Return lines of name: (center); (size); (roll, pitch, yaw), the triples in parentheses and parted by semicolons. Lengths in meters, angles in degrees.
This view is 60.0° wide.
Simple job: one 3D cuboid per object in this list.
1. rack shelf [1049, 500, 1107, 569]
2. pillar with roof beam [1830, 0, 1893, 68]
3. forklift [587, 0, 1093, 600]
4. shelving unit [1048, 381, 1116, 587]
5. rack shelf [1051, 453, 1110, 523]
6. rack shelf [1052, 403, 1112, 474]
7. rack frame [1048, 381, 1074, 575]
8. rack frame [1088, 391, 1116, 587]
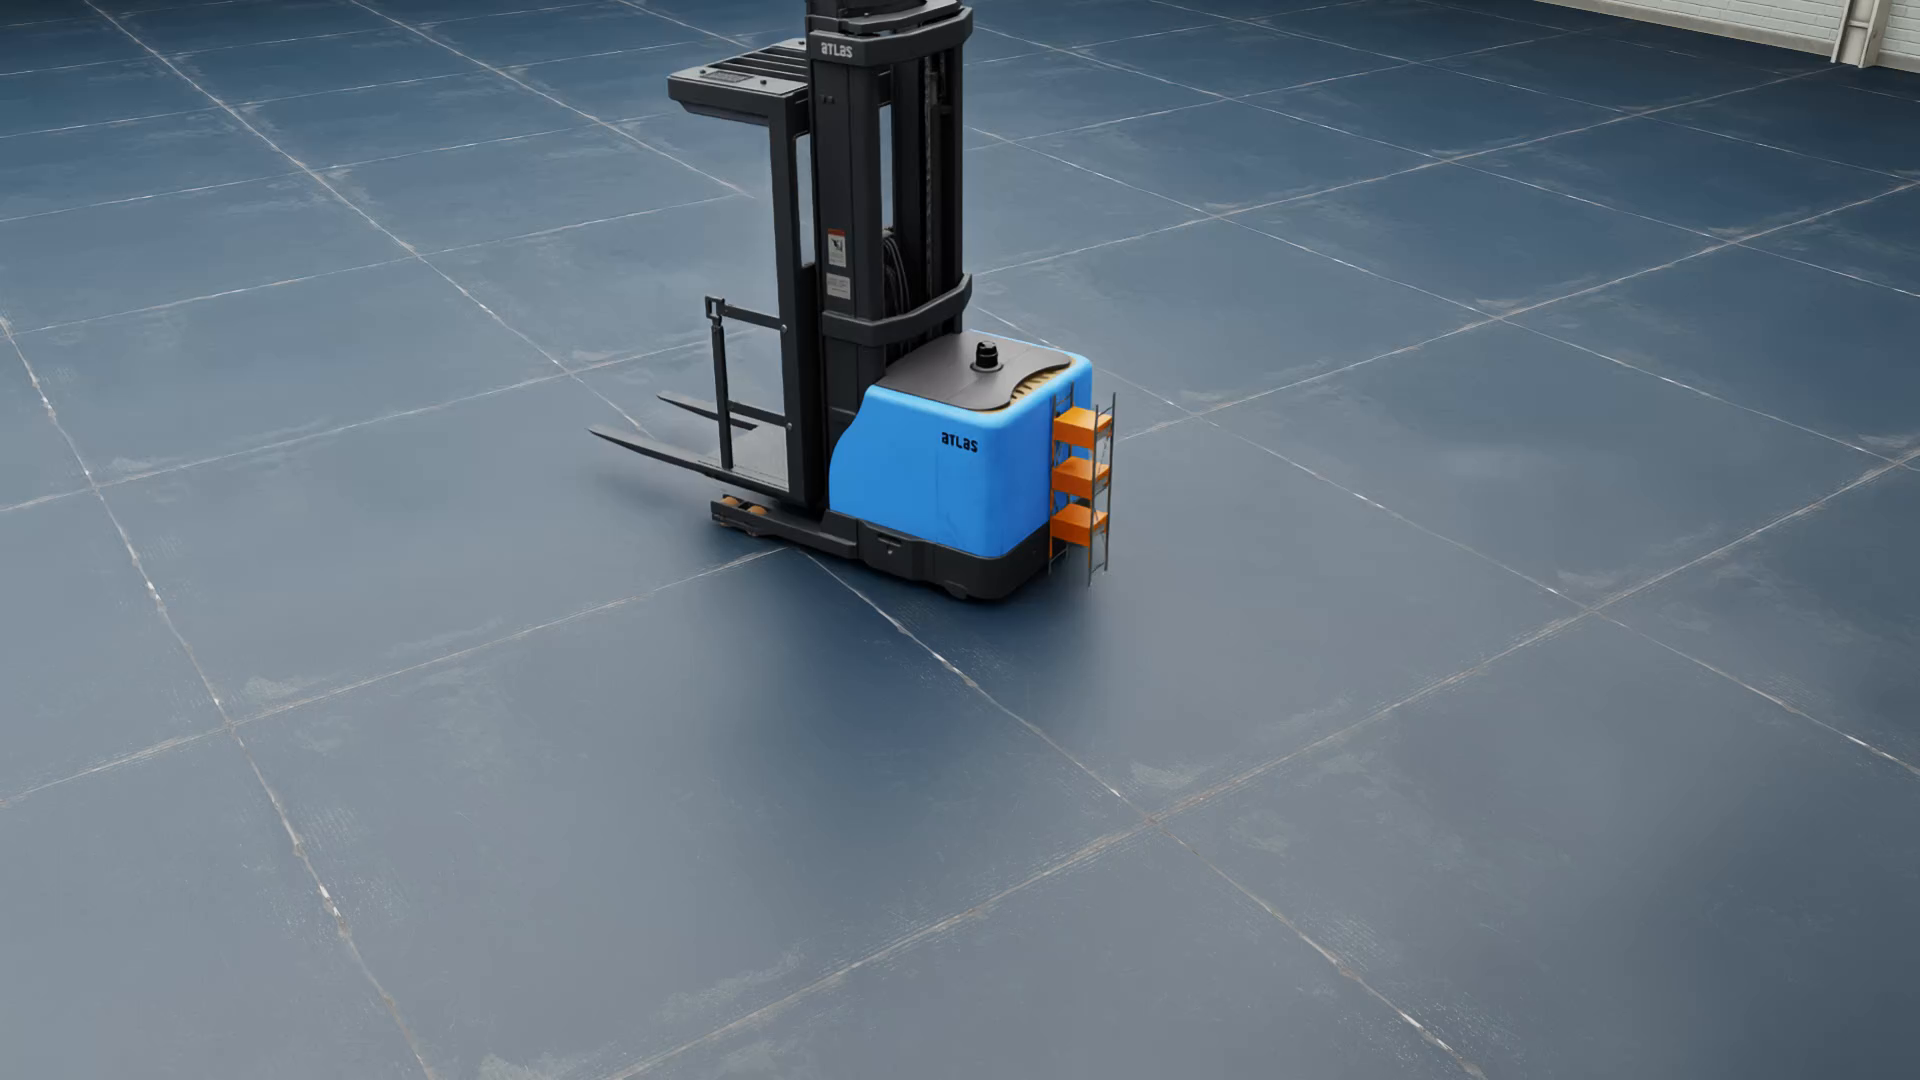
rack shelf: (0.632, -0.031, 8.812); (0.240, 0.259, 0.215); (17, 33, 29)
pillar with roof beam: (7.019, -8.381, 15.252); (9.100, 9.000, 0.400); (-19, 34, -31)
forklift: (-0.798, -1.502, 8.944); (3.031, 2.935, 1.130); (17, 33, 29)
shelving unit: (0.632, -0.285, 8.674); (0.252, 1.050, 0.215); (17, 33, 29)
rack shelf: (0.632, -0.275, 8.679); (0.240, 0.259, 0.215); (17, 33, 29)
rack shelf: (0.632, -0.525, 8.544); (0.240, 0.259, 0.215); (17, 33, 29)
rack frame: (0.529, -0.316, 8.732); (0.008, 1.050, 0.200); (17, 33, 29)
rack frame: (0.734, -0.253, 8.615); (0.008, 1.050, 0.200); (17, 33, 29)
